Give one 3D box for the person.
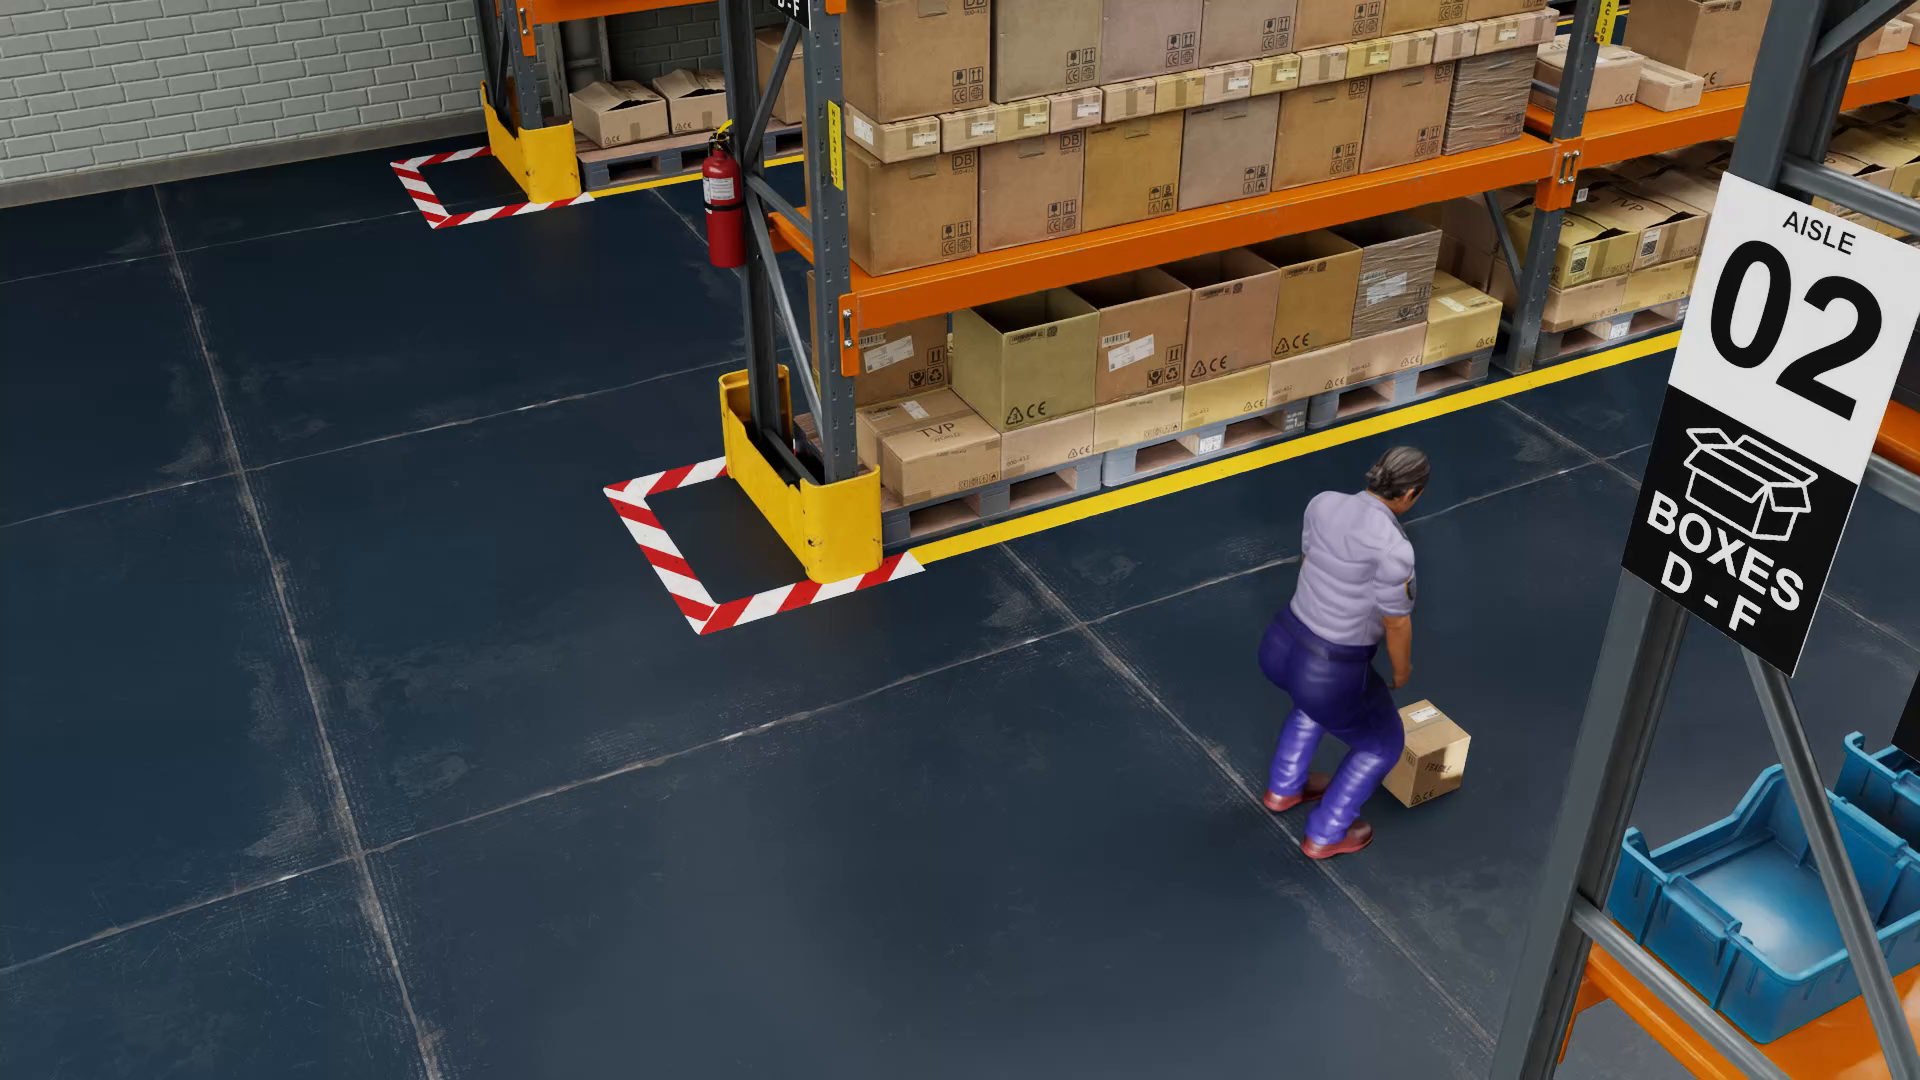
[{"bbox_3d":[1.287,0.382,5.708,0.529,1.510,0.522,-15,36,-22],"label":"person"}]
